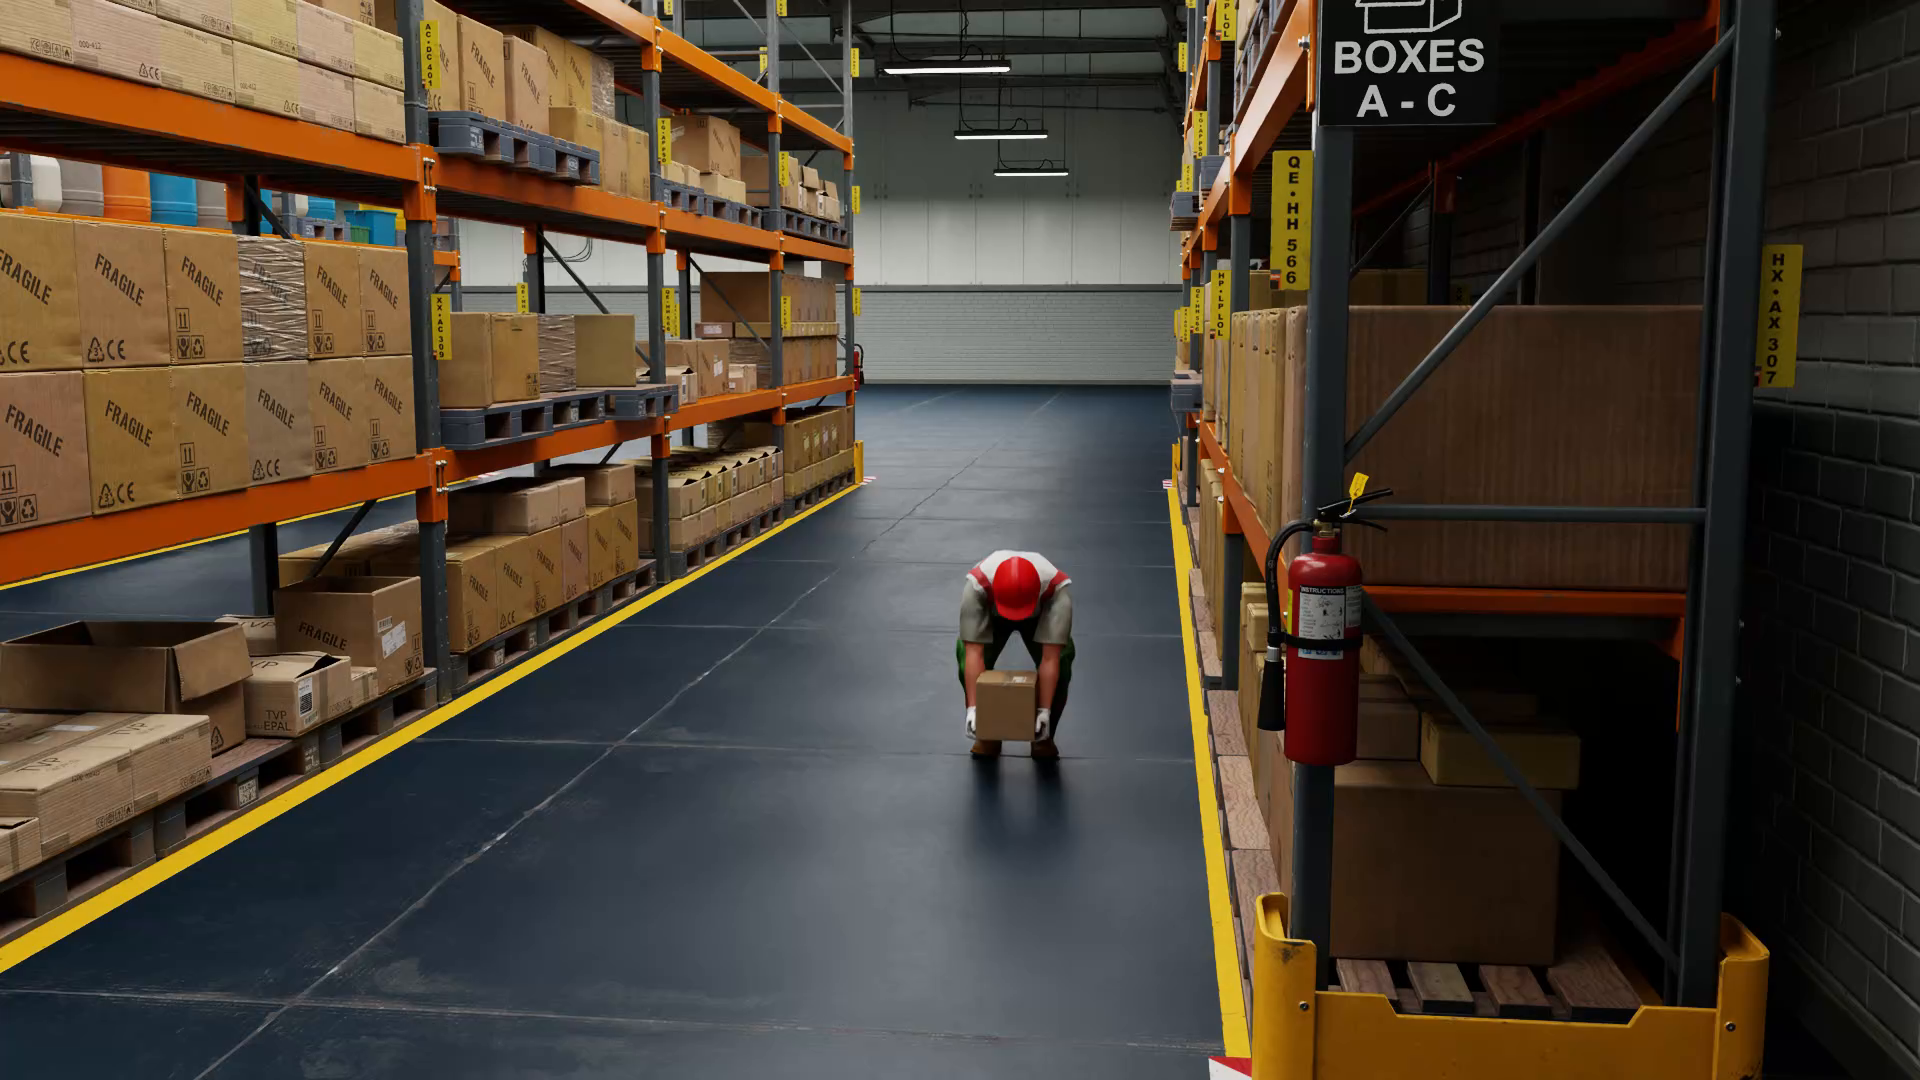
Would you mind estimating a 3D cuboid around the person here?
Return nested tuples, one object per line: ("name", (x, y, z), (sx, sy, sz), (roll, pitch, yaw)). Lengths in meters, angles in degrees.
("person", (0.245, 0.510, 7.401), (0.535, 0.987, 0.950), (1, 8, 4))
